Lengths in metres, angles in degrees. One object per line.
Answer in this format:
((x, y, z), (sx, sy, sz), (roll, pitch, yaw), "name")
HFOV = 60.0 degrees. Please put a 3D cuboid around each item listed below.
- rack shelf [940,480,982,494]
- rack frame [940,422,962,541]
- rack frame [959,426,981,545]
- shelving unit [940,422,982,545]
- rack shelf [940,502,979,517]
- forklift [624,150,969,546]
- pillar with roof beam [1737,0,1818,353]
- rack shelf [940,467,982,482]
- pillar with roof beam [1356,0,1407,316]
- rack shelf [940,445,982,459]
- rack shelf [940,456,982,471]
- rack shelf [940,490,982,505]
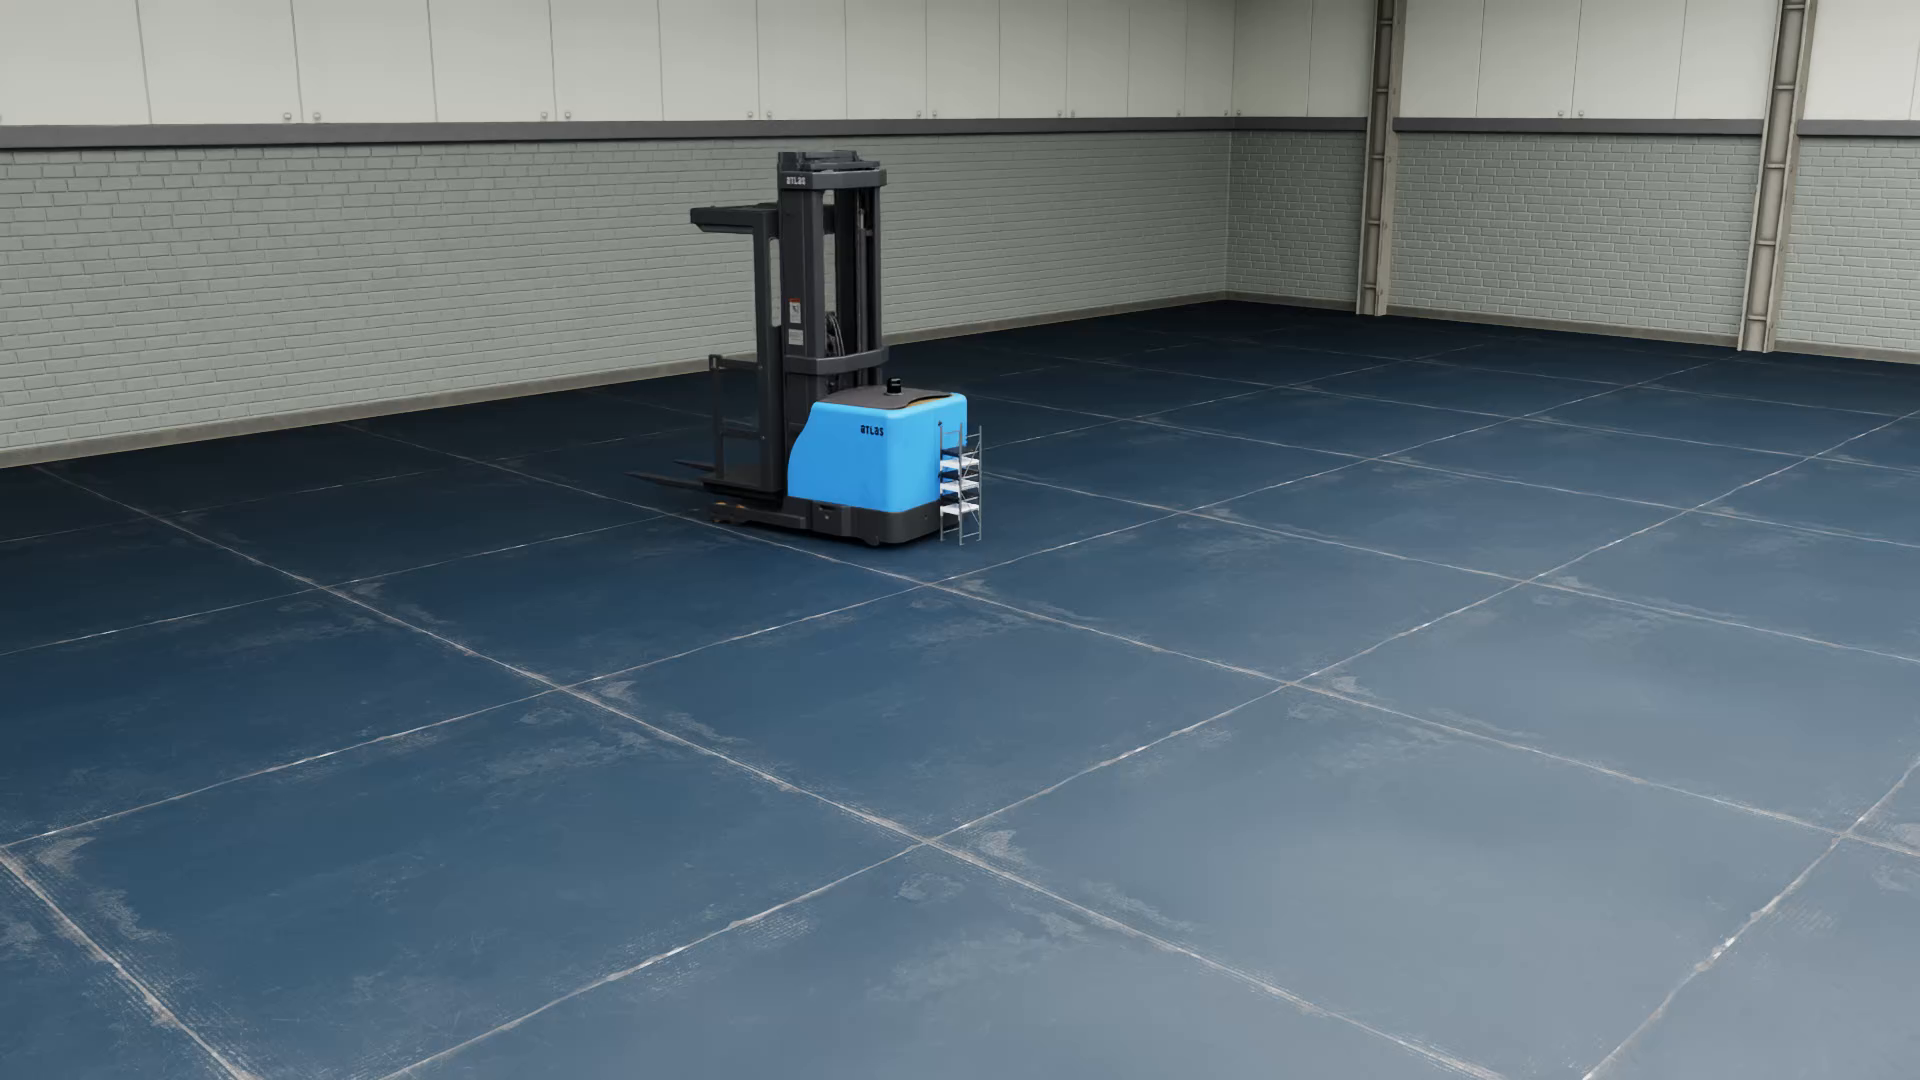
((0.006, -0.402, 12.822), (0.200, 0.077, 0.258), (14, 20, 42), "rack shelf")
((-0.067, -0.452, 12.881), (0.006, 0.900, 0.240), (14, 20, 42), "rack frame")
((0.079, -0.416, 12.745), (0.006, 0.900, 0.240), (14, 20, 42), "rack frame")
((0.006, -0.434, 12.813), (0.210, 0.900, 0.258), (14, 20, 42), "shelving unit")
((0.006, -0.228, 12.867), (0.200, 0.077, 0.258), (14, 20, 42), "rack shelf")
((-1.439, -1.633, 13.388), (3.031, 2.935, 1.130), (10, 17, 33), "forklift")
((8.015, -6.195, 18.861), (0.400, 9.000, 9.100), (14, 20, 42), "pillar with roof beam")
((0.006, -0.489, 12.799), (0.200, 0.077, 0.258), (14, 20, 42), "rack shelf")
((3.695, -7.245, 22.891), (0.400, 9.000, 9.100), (14, 20, 42), "pillar with roof beam")
((0.006, -0.663, 12.753), (0.200, 0.077, 0.258), (14, 20, 42), "rack shelf")
((0.006, -0.576, 12.776), (0.200, 0.077, 0.258), (14, 20, 42), "rack shelf")
((0.006, -0.315, 12.844), (0.200, 0.077, 0.258), (14, 20, 42), "rack shelf")
